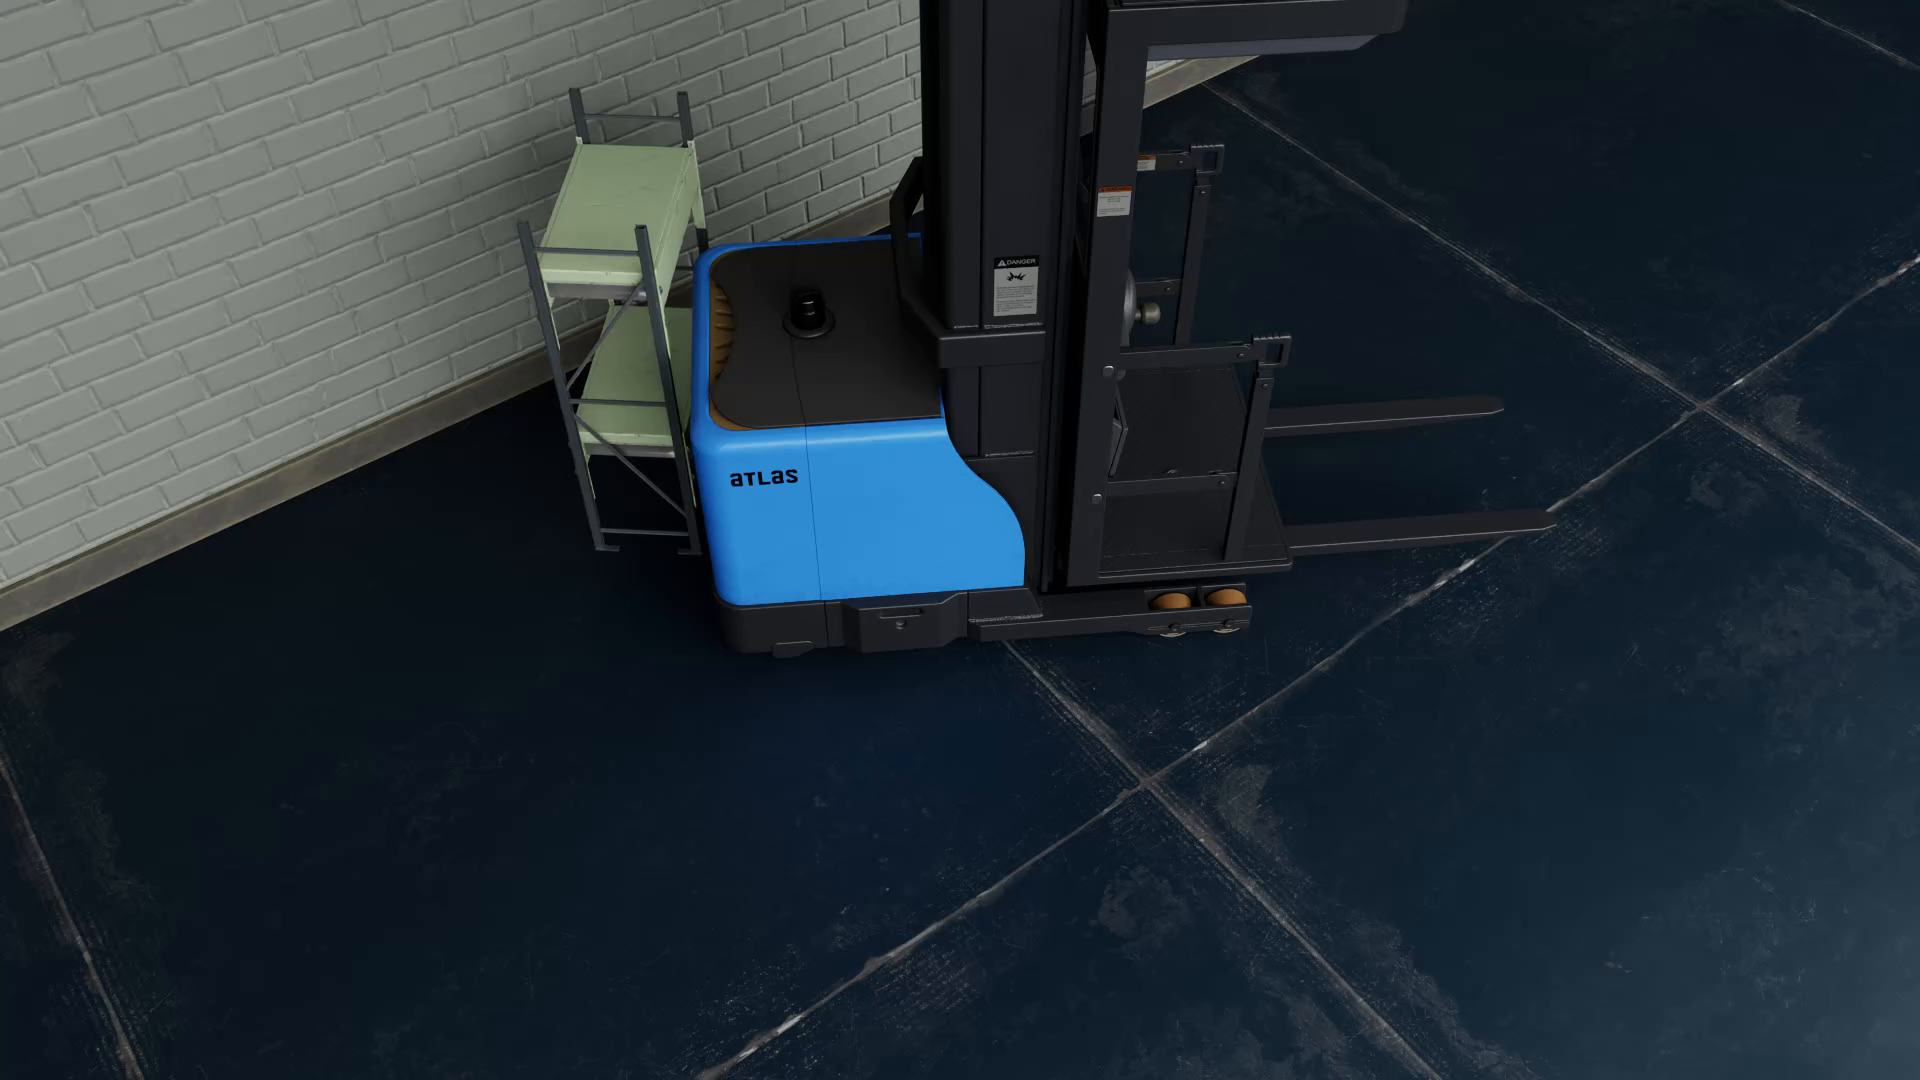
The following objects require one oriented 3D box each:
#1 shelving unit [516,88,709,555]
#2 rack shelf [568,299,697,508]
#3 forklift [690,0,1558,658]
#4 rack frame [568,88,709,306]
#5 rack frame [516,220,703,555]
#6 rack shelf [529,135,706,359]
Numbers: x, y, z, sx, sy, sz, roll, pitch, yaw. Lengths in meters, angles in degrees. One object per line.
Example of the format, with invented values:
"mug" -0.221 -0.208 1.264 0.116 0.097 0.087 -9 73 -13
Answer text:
"shelving unit" -1.140 -0.735 5.904 0.431 1.500 0.755 3 48 2
"rack shelf" -1.140 -0.516 6.145 0.431 0.370 0.720 3 48 2
"forklift" 0.620 -1.028 5.204 3.031 2.935 1.130 -4 48 -4
"rack frame" -1.117 -1.005 6.149 0.400 1.500 0.023 3 48 2
"rack frame" -1.162 -0.464 5.658 0.400 1.500 0.023 3 48 2
"rack shelf" -1.140 -0.997 5.615 0.431 0.370 0.720 3 48 2
